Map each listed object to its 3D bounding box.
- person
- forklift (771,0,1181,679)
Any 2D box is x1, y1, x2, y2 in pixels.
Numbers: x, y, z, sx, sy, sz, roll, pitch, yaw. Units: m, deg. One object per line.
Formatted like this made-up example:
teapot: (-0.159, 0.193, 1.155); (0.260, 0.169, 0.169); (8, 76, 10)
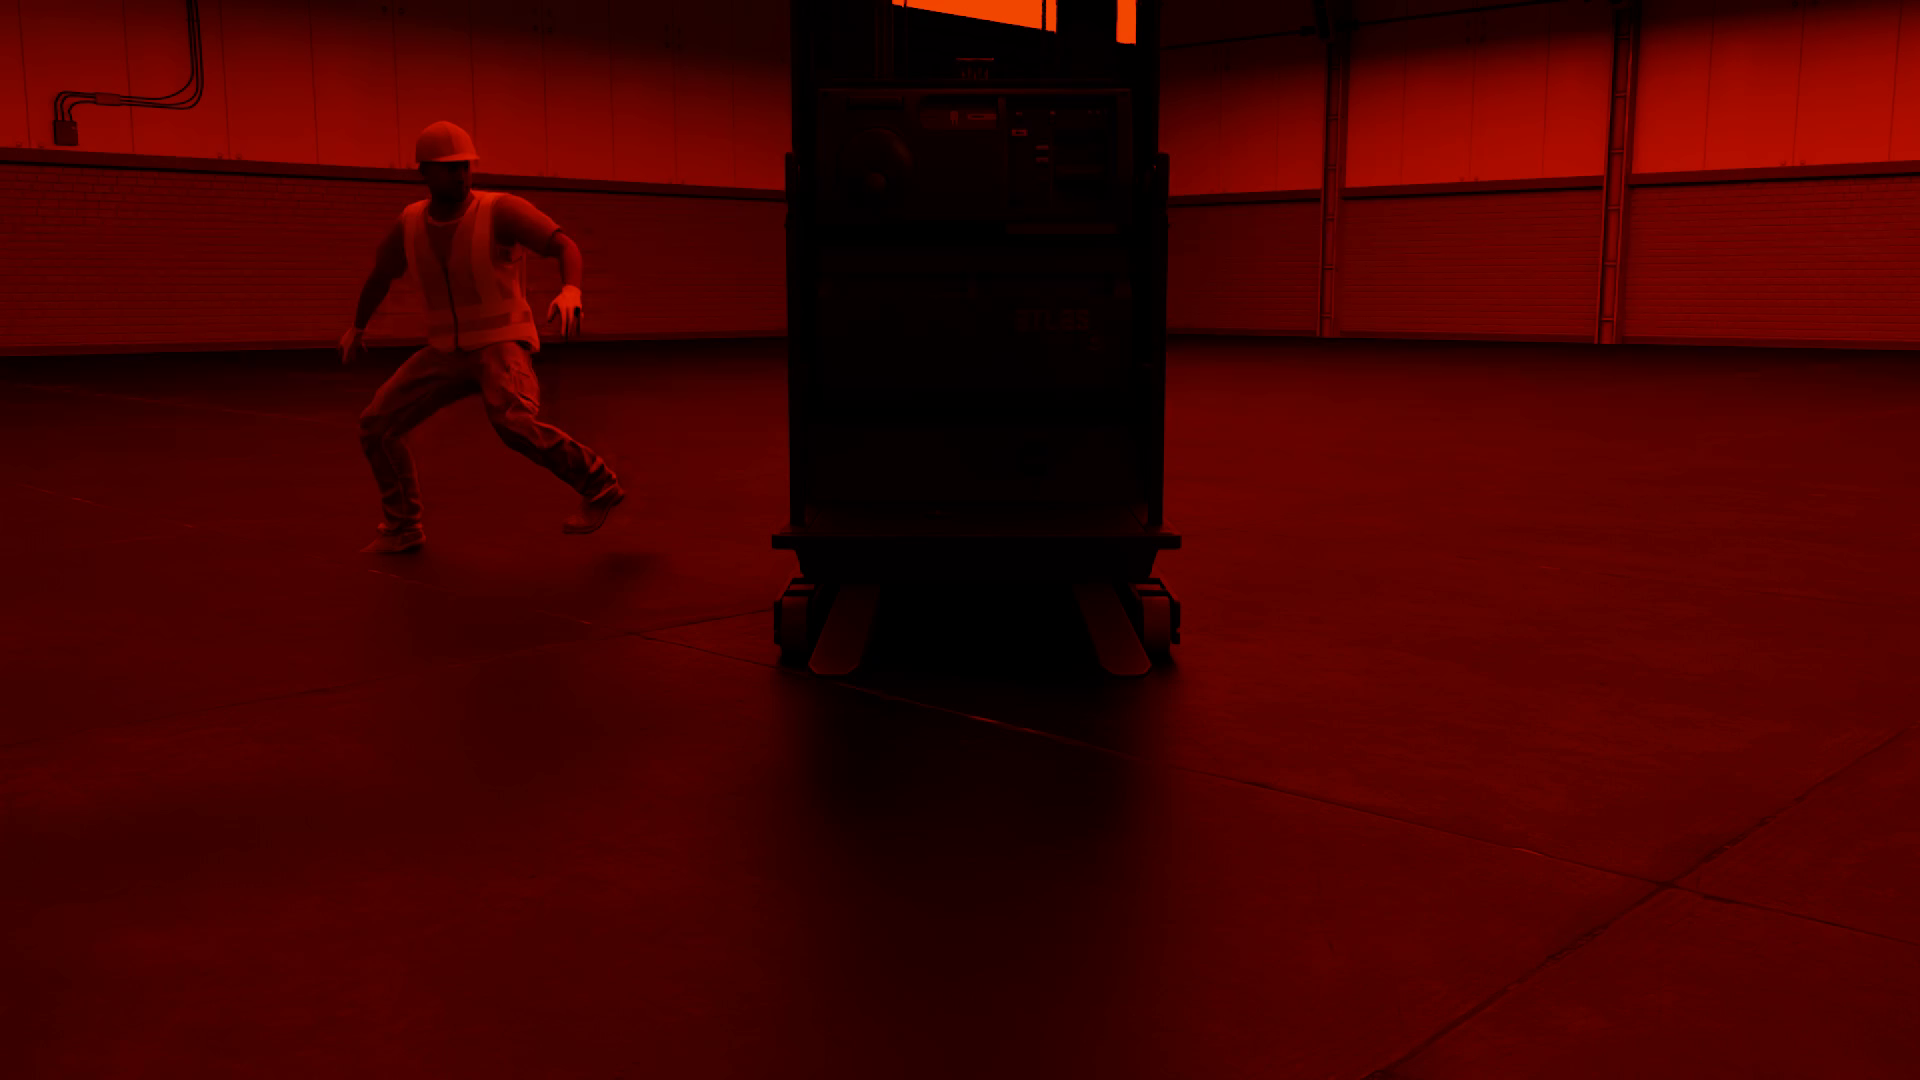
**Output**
person: (-1.922, -0.733, 6.344); (1.209, 1.665, 0.505); (3, 9, 20)
forklift: (0.045, -1.178, 4.697); (1.130, 2.935, 3.031); (0, 9, 0)
